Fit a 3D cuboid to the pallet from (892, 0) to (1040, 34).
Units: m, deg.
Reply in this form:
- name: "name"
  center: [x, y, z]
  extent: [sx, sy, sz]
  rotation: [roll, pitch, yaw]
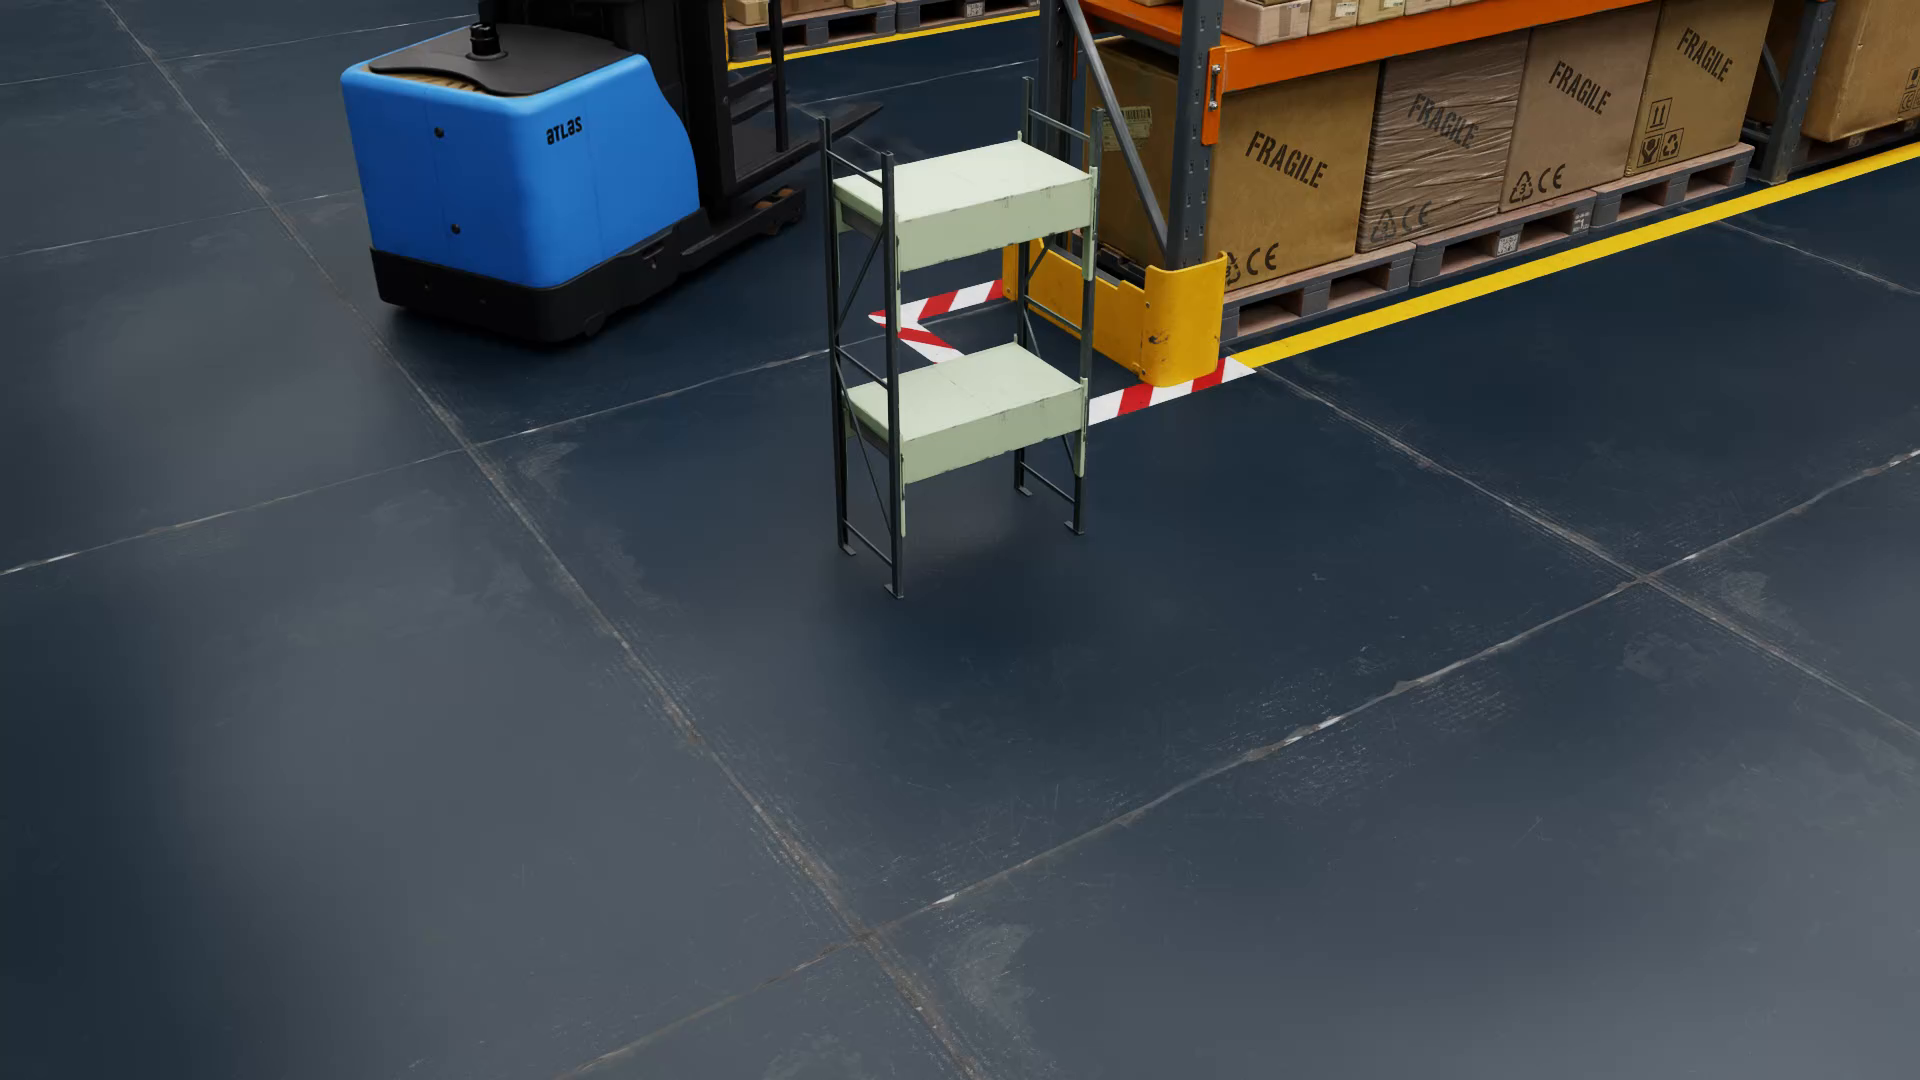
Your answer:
- name: "pallet"
  center: [-0.165, -3.856, 11.665]
  extent: [1.213, 0.211, 1.003]
  rotation: [-19, 37, -27]

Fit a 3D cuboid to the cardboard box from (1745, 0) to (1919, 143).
- name: "cardboard box"
  center: [4.536, -2.820, 9.006]
  extent: [0.875, 0.875, 1.225]
  rotation: [-19, 37, -27]

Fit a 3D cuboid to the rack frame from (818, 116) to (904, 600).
- name: "rack frame"
  center: [-0.302, -0.530, 5.185]
  extent: [0.023, 1.500, 0.400]
  rotation: [-19, 37, -27]

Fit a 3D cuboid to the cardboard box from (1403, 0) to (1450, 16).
- name: "cardboard box"
  center: [1.773, -2.264, 6.762]
  extent: [0.250, 0.149, 0.380]
  rotation: [-20, 37, -28]

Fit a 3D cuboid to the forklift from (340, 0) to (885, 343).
- name: "forklift"
  center: [-1.419, -2.823, 7.478]
  extent: [1.130, 2.935, 3.031]
  rotation: [16, 36, 23]

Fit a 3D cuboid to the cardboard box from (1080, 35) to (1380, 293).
- name: "cardboard box"
  center: [1.142, -1.690, 7.216]
  extent: [0.875, 0.875, 0.875]
  rotation: [-19, 37, -27]

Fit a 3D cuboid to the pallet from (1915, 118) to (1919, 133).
- name: "pallet"
  center: [5.643, -2.779, 9.957]
  extent: [1.213, 0.211, 1.003]
  rotation: [-19, 37, -27]

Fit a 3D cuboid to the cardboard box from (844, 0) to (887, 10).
- name: "cardboard box"
  center: [-0.687, -3.635, 10.980]
  extent: [0.250, 0.149, 0.380]
  rotation: [-18, 37, -27]

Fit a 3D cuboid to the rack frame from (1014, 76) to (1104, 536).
- name: "rack frame"
  center: [0.313, -0.742, 5.521]
  extent: [0.023, 1.500, 0.400]
  rotation: [-19, 37, -27]

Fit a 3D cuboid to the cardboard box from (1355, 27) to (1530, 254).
- name: "cardboard box"
  center: [1.907, -1.953, 7.633]
  extent: [0.875, 0.875, 0.875]
  rotation: [-19, 37, -27]

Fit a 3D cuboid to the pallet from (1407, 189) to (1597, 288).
- name: "pallet"
  center: [2.301, -1.628, 8.132]
  extent: [1.213, 0.211, 1.003]
  rotation: [-19, 37, -27]

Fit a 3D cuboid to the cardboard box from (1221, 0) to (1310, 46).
- name: "cardboard box"
  center: [1.124, -2.039, 6.406]
  extent: [0.250, 0.149, 0.380]
  rotation: [-19, 37, -27]

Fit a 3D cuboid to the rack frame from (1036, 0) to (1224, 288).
- name: "rack frame"
  center: [0.647, -2.190, 6.411]
  extent: [0.127, 3.000, 1.000]
  rotation: [-19, 37, -27]

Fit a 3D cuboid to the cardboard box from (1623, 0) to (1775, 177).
- name: "cardboard box"
  center: [3.411, -2.471, 8.453]
  extent: [0.875, 0.875, 0.875]
  rotation: [-19, 37, -27]

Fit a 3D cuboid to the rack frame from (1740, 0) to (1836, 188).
- name: "rack frame"
  center: [4.009, -3.347, 8.244]
  extent: [0.127, 3.000, 1.000]
  rotation: [-19, 37, -27]

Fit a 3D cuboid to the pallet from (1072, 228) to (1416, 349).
- name: "pallet"
  center: [1.277, -1.277, 7.577]
  extent: [1.213, 0.211, 1.003]
  rotation: [-19, 37, -27]

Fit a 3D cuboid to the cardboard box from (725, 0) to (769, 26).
- name: "cardboard box"
  center: [-1.341, -3.423, 10.644]
  extent: [0.250, 0.149, 0.380]
  rotation: [-18, 37, -26]

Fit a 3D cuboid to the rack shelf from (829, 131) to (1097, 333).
- name: "rack shelf"
  center: [0.006, -0.966, 5.145]
  extent: [0.720, 0.370, 0.431]
  rotation: [-19, 37, -27]

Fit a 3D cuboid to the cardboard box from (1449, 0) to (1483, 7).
- name: "cardboard box"
  center: [1.987, -2.337, 6.878]
  extent: [0.250, 0.149, 0.380]
  rotation: [-20, 37, -28]

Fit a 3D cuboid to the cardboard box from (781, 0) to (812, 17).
- name: "cardboard box"
  center: [-1.166, -3.536, 10.822]
  extent: [0.250, 0.149, 0.380]
  rotation: [-19, 37, -27]

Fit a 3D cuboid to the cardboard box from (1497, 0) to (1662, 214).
- name: "cardboard box"
  center: [2.655, -2.210, 8.041]
  extent: [0.875, 0.875, 0.875]
  rotation: [-19, 37, -27]

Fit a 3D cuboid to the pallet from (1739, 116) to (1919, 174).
- name: "pallet"
  center: [4.617, -2.424, 9.395]
  extent: [1.213, 0.211, 1.003]
  rotation: [-19, 37, -27]

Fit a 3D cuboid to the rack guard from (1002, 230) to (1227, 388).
- name: "rack guard"
  center: [0.627, -1.126, 7.067]
  extent: [0.348, 0.500, 1.175]
  rotation: [-19, 37, -27]

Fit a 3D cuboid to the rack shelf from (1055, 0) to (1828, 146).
- name: "rack shelf"
  center: [2.328, -2.464, 7.519]
  extent: [4.000, 0.370, 1.077]
  rotation: [-19, 37, -27]

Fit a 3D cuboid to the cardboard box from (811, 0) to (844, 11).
- name: "cardboard box"
  center: [-0.961, -3.611, 10.941]
  extent: [0.250, 0.149, 0.380]
  rotation: [-19, 37, -27]

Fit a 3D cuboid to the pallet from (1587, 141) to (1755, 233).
- name: "pallet"
  center: [3.328, -1.982, 8.695]
  extent: [1.213, 0.211, 1.003]
  rotation: [-19, 37, -27]

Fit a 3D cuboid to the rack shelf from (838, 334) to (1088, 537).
- name: "rack shelf"
  center: [0.006, -0.361, 5.527]
  extent: [0.720, 0.370, 0.431]
  rotation: [-19, 37, -27]

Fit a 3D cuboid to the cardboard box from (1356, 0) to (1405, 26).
- name: "cardboard box"
  center: [1.554, -2.188, 6.642]
  extent: [0.250, 0.149, 0.380]
  rotation: [-20, 37, -28]

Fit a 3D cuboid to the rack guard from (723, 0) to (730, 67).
- name: "rack guard"
  center: [-1.891, -3.408, 10.685]
  extent: [0.348, 0.500, 1.175]
  rotation: [-19, 37, -27]

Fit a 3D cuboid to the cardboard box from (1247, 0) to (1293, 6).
- name: "cardboard box"
  center: [1.197, -2.270, 6.399]
  extent: [0.500, 0.250, 0.500]
  rotation: [-20, 37, -28]

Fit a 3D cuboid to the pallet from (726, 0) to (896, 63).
- name: "pallet"
  center: [-1.189, -3.505, 11.109]
  extent: [1.213, 0.211, 1.003]
  rotation: [-19, 37, -27]

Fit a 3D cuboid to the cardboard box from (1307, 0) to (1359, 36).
- name: "cardboard box"
  center: [1.339, -2.113, 6.524]
  extent: [0.250, 0.149, 0.380]
  rotation: [-20, 37, -28]

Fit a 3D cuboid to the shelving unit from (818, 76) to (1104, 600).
- name: "shelving unit"
  center: [0.006, -0.636, 5.353]
  extent: [0.755, 1.500, 0.431]
  rotation: [-19, 37, -27]

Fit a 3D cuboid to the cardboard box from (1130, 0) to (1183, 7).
- name: "cardboard box"
  center: [0.768, -2.335, 6.875]
  extent: [0.250, 0.149, 0.380]
  rotation: [-18, 37, -26]
